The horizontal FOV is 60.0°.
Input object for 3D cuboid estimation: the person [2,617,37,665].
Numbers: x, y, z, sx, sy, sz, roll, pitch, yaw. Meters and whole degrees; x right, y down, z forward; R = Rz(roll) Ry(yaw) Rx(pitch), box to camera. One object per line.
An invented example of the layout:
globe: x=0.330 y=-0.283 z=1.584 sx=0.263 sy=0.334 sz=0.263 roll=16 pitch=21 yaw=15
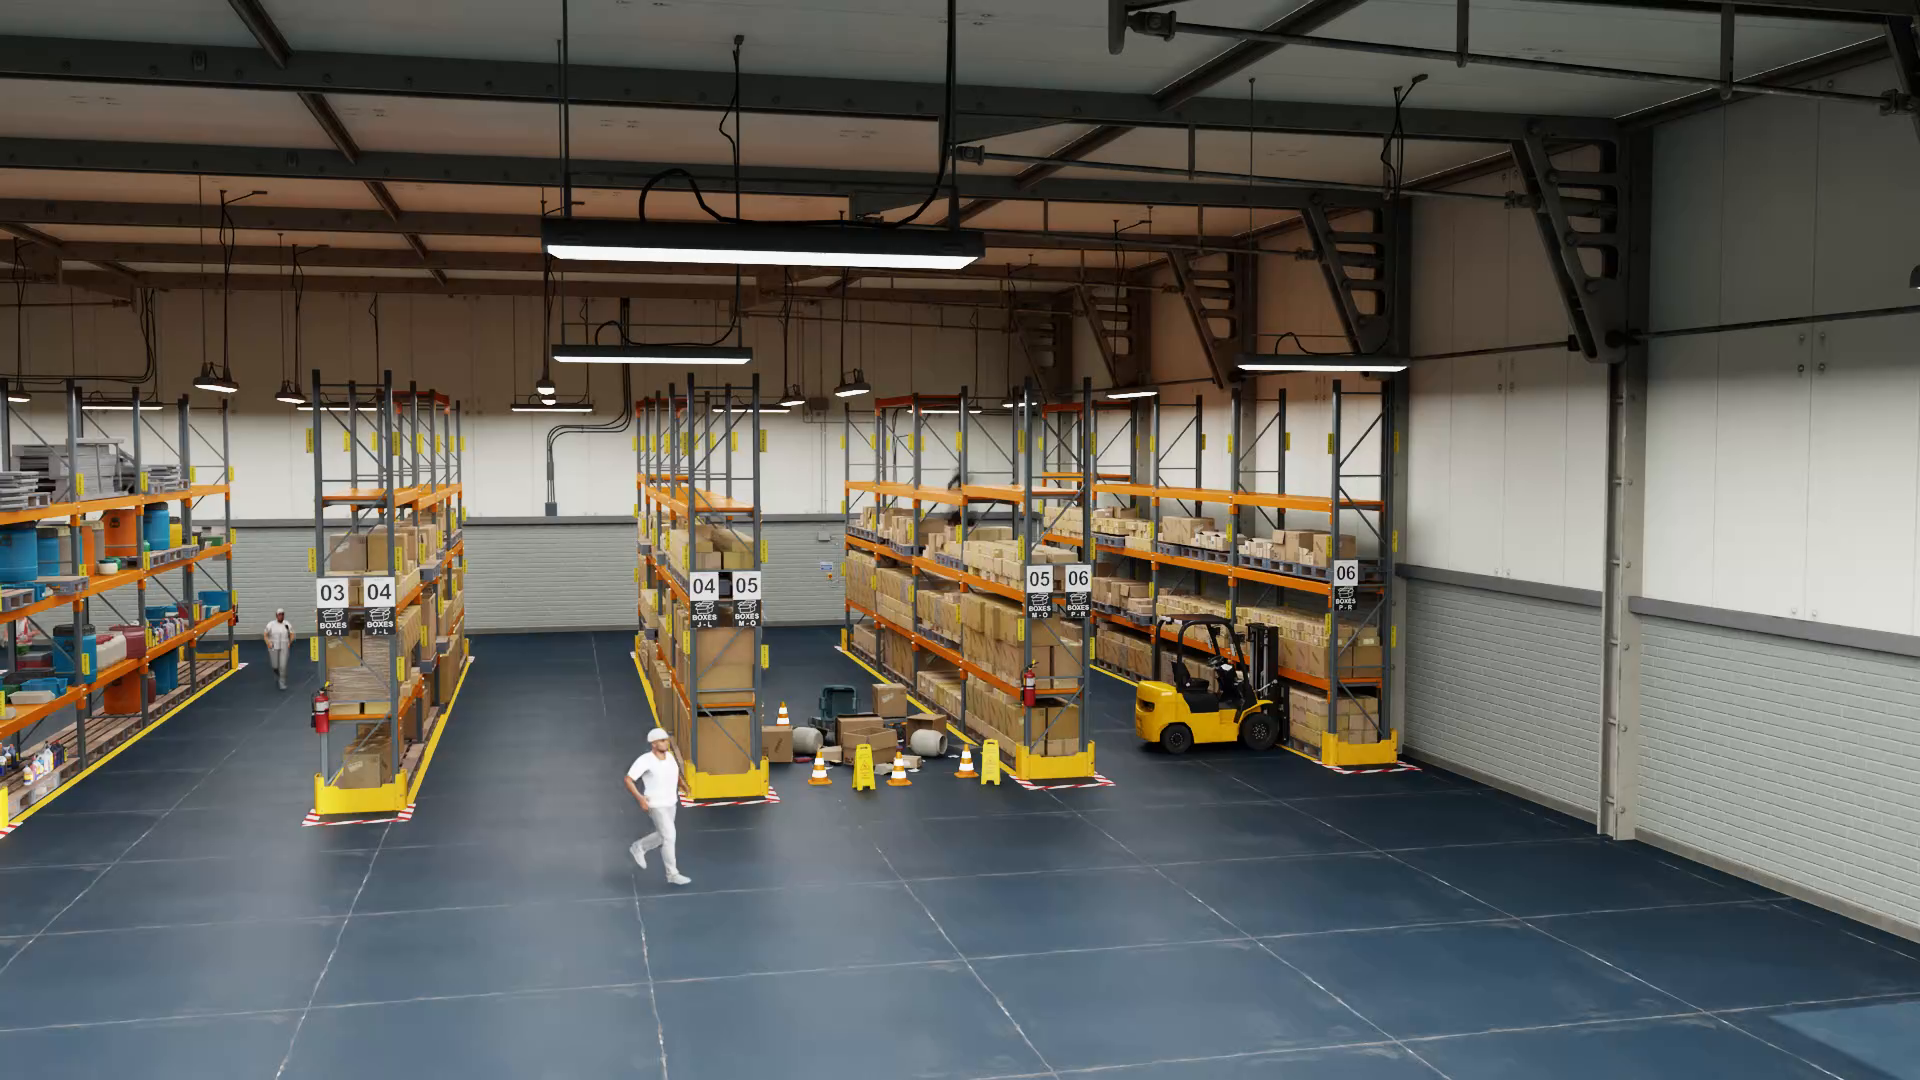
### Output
person: x=-19.160 y=2.160 z=33.861 sx=0.652 sy=1.743 sz=0.613 roll=-1 pitch=3 yaw=-18

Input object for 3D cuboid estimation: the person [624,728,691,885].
person: x=-3.451 y=3.018 z=19.004 sx=0.931 sy=1.746 sz=0.731 roll=2 pitch=4 yaw=29

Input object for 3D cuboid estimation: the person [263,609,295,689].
person: x=-13.964 y=2.229 z=34.130 sx=0.602 sy=1.639 sz=0.538 roll=-2 pitch=4 yaw=-26
